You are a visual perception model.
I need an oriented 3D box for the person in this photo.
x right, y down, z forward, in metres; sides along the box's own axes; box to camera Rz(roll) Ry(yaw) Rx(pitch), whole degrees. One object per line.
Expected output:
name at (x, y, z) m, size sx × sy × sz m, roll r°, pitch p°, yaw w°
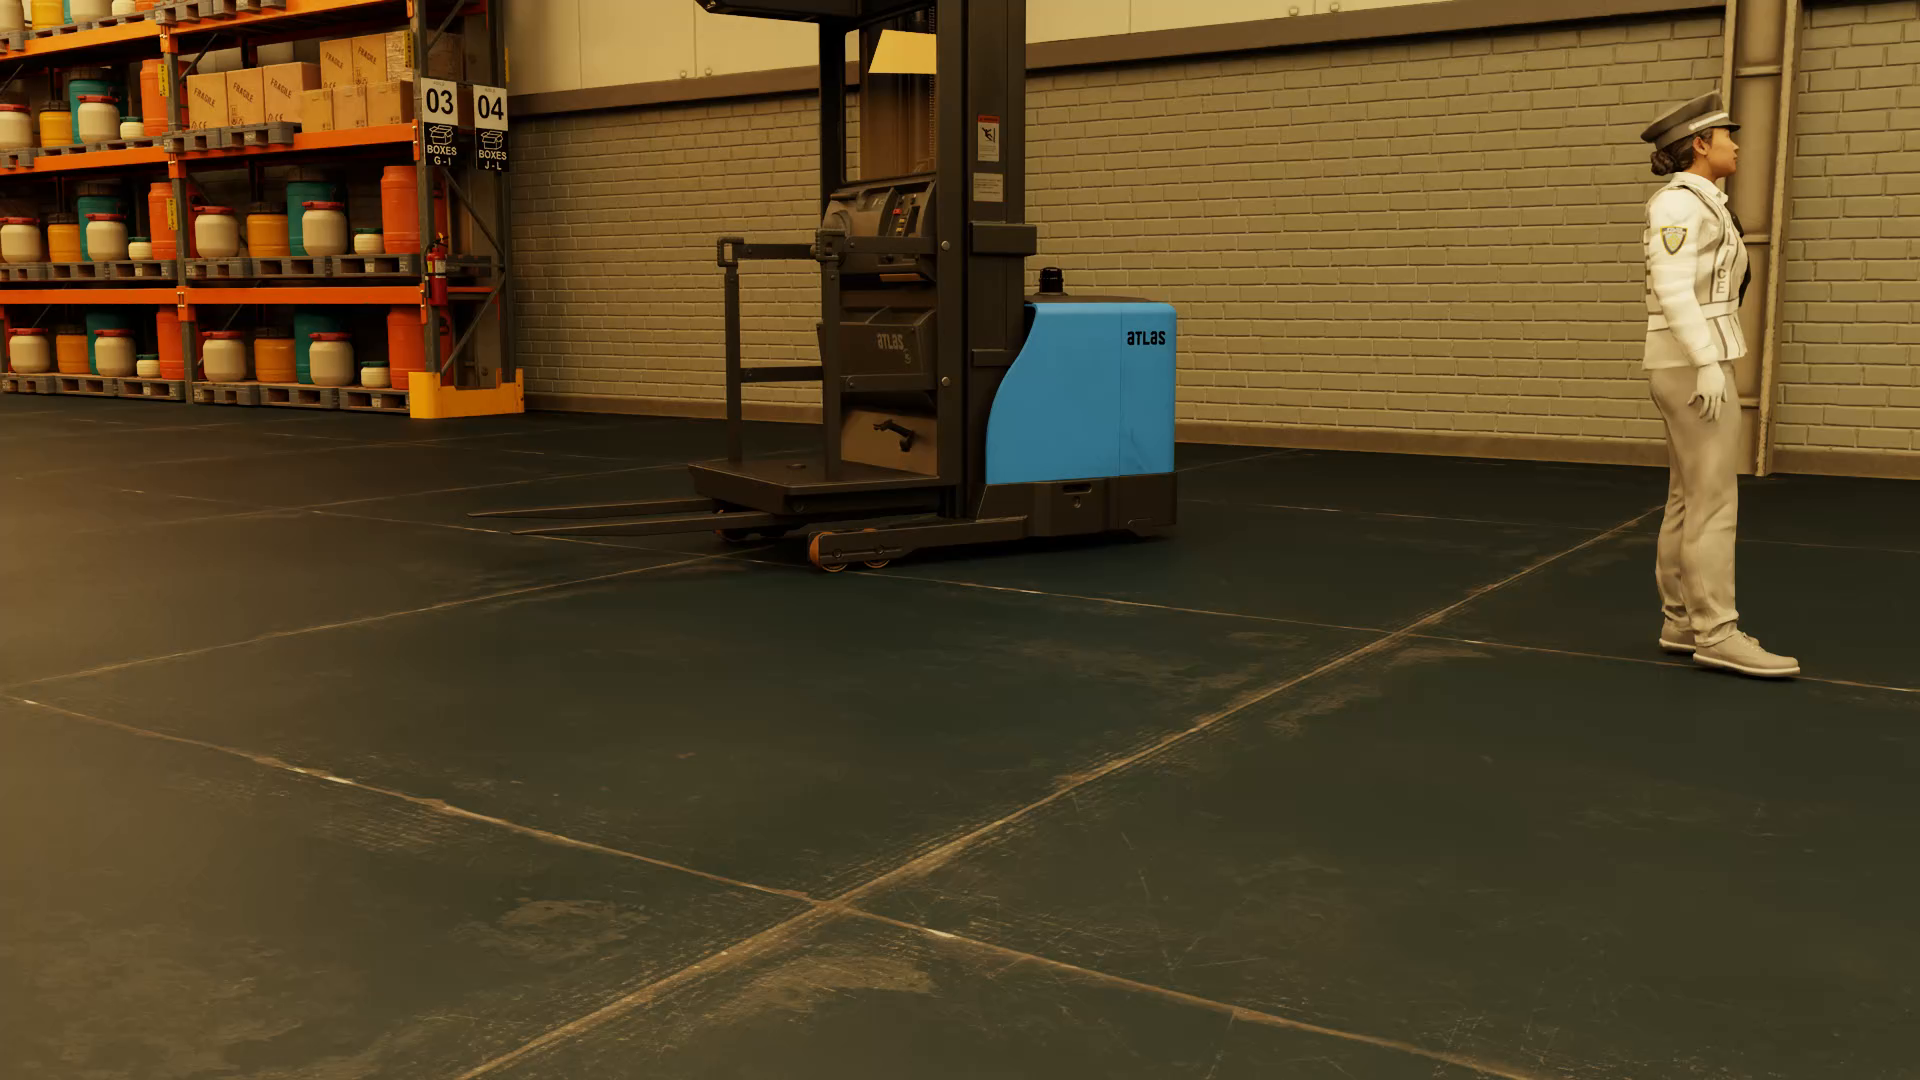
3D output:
person at (2.289, -0.461, 4.966) m, size 0.500 × 1.641 × 0.569 m, roll 4°, pitch 9°, yaw 27°

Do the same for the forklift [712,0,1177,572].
forklift at (-0.068, -1.414, 7.362) m, size 1.939 × 2.867 × 1.129 m, roll -5°, pitch 9°, yaw -31°
